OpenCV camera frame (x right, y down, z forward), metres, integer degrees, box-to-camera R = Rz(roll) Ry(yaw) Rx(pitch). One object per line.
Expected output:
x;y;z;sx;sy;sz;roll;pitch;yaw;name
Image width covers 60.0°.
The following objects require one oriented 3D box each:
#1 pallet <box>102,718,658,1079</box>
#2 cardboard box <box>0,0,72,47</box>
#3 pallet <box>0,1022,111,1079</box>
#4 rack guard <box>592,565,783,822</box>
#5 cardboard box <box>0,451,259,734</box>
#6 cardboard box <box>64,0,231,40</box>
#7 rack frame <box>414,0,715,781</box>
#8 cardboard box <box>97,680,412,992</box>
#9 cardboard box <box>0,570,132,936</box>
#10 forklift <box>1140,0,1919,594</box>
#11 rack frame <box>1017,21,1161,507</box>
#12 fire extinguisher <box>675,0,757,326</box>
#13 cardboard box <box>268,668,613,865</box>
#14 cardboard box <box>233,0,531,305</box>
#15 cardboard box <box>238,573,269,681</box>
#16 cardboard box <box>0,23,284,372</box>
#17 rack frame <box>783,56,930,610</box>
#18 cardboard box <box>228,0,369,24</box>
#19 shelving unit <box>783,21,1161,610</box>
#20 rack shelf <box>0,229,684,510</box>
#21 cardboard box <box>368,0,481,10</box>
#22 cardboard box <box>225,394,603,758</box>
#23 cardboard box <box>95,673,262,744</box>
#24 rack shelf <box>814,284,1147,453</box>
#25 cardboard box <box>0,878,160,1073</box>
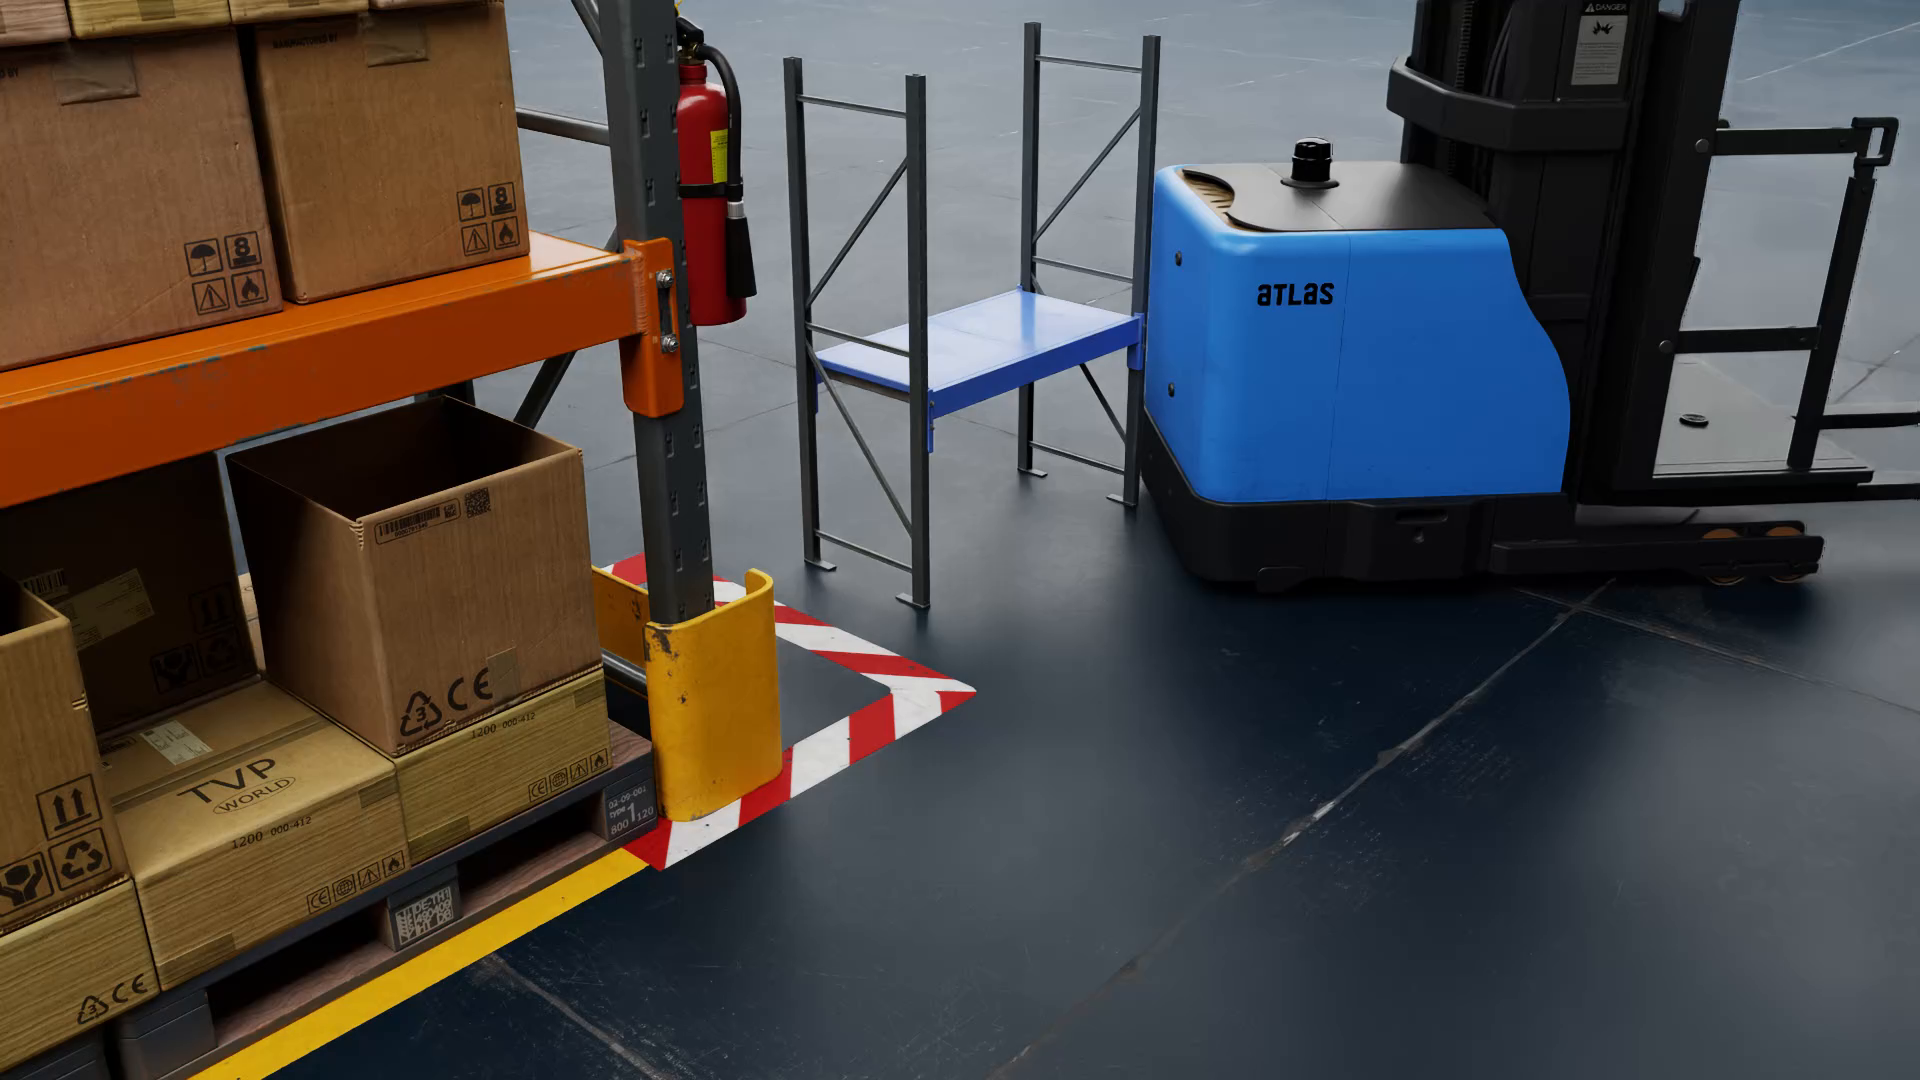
-1.447;0.601;3.652;1.003;0.211;1.213;20;31;38;pallet
-1.595;-0.855;2.576;0.380;0.149;0.250;21;31;38;cardboard box
-2.261;0.971;2.827;1.003;0.211;1.213;20;31;38;pallet
-0.952;0.217;4.154;1.175;0.500;0.348;20;31;38;rack guard
-1.823;0.060;3.380;0.500;0.500;0.500;20;31;38;cardboard box
-1.425;-0.931;2.745;0.380;0.149;0.250;20;31;37;cardboard box
-0.968;-0.916;3.627;1.000;3.000;0.127;20;31;38;rack frame
-1.430;0.547;3.212;0.500;0.250;0.500;20;31;38;cardboard box
-1.760;0.358;2.716;0.500;0.500;0.500;20;31;38;cardboard box
2.139;-1.415;4.824;3.031;2.935;1.130;-2;24;-5;forklift
0.396;-0.865;5.347;0.500;1.500;0.032;20;31;38;rack frame
-0.543;-0.790;3.440;0.296;0.674;0.183;20;31;38;fire extinguisher
-1.106;0.391;3.559;0.500;0.250;0.500;20;31;38;cardboard box
-1.289;-0.823;3.297;0.700;0.500;0.500;20;31;38;cardboard box
-1.491;0.250;3.874;0.500;0.250;0.500;20;31;38;cardboard box
-1.636;-0.662;2.937;0.700;0.500;0.500;21;32;39;cardboard box
-0.282;-0.555;4.656;0.500;1.500;0.032;20;31;38;rack frame
-1.254;-1.009;2.919;0.380;0.149;0.250;21;32;39;cardboard box
0.057;-0.710;5.001;0.538;1.500;1.048;20;31;38;shelving unit
-2.302;0.022;2.415;1.077;0.370;4.000;20;31;38;rack shelf
-1.081;-1.089;3.098;0.380;0.149;0.250;20;31;37;cardboard box
-1.104;0.050;3.404;0.500;0.500;0.500;20;31;38;cardboard box
-1.822;0.403;3.532;0.500;0.250;0.500;20;31;38;cardboard box
0.057;-0.546;5.075;0.538;0.185;1.000;20;31;38;rack shelf
-1.763;0.700;2.871;0.500;0.250;0.500;20;31;38;cardboard box
